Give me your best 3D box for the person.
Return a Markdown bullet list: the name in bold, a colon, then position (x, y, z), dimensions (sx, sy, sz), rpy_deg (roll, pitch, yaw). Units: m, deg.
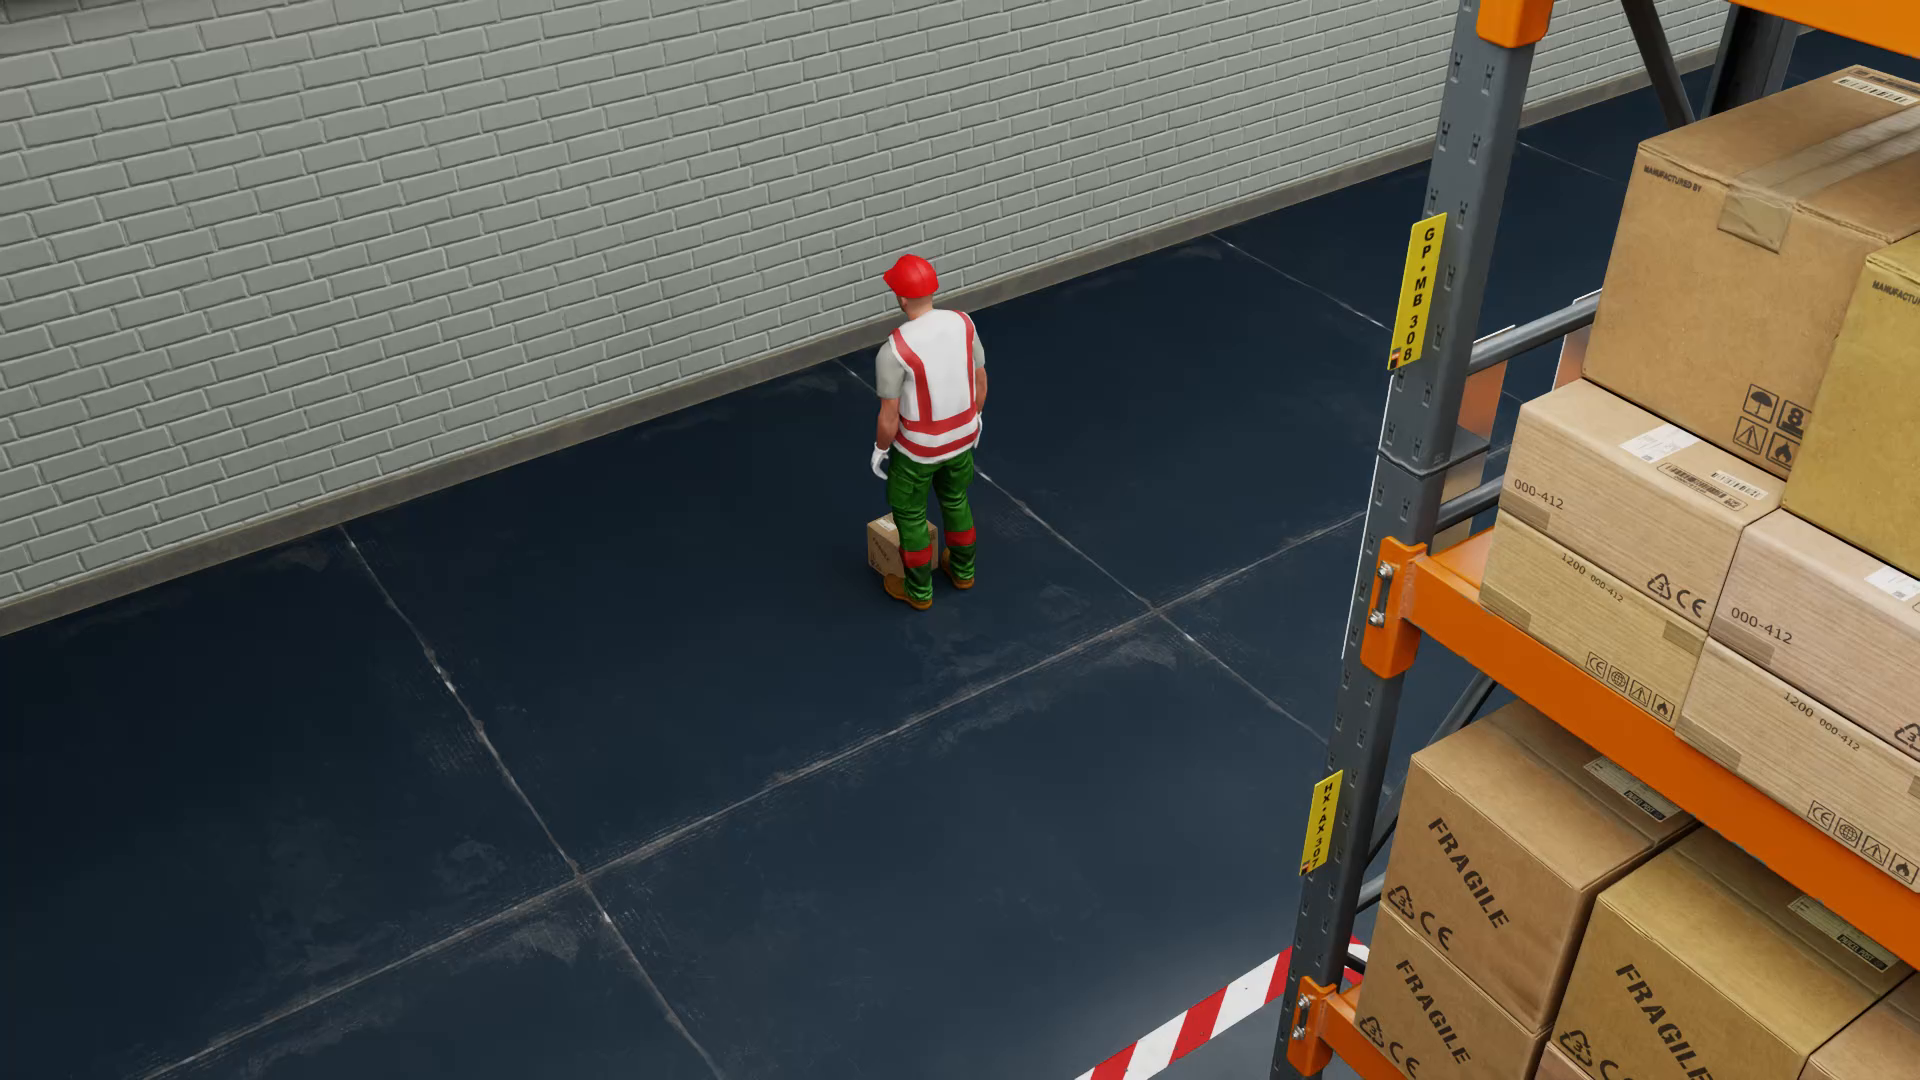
- **person**: position (-0.147, -0.477, 7.647), dimensions (0.606, 1.778, 0.453), rpy_deg (-22, 42, -28)
